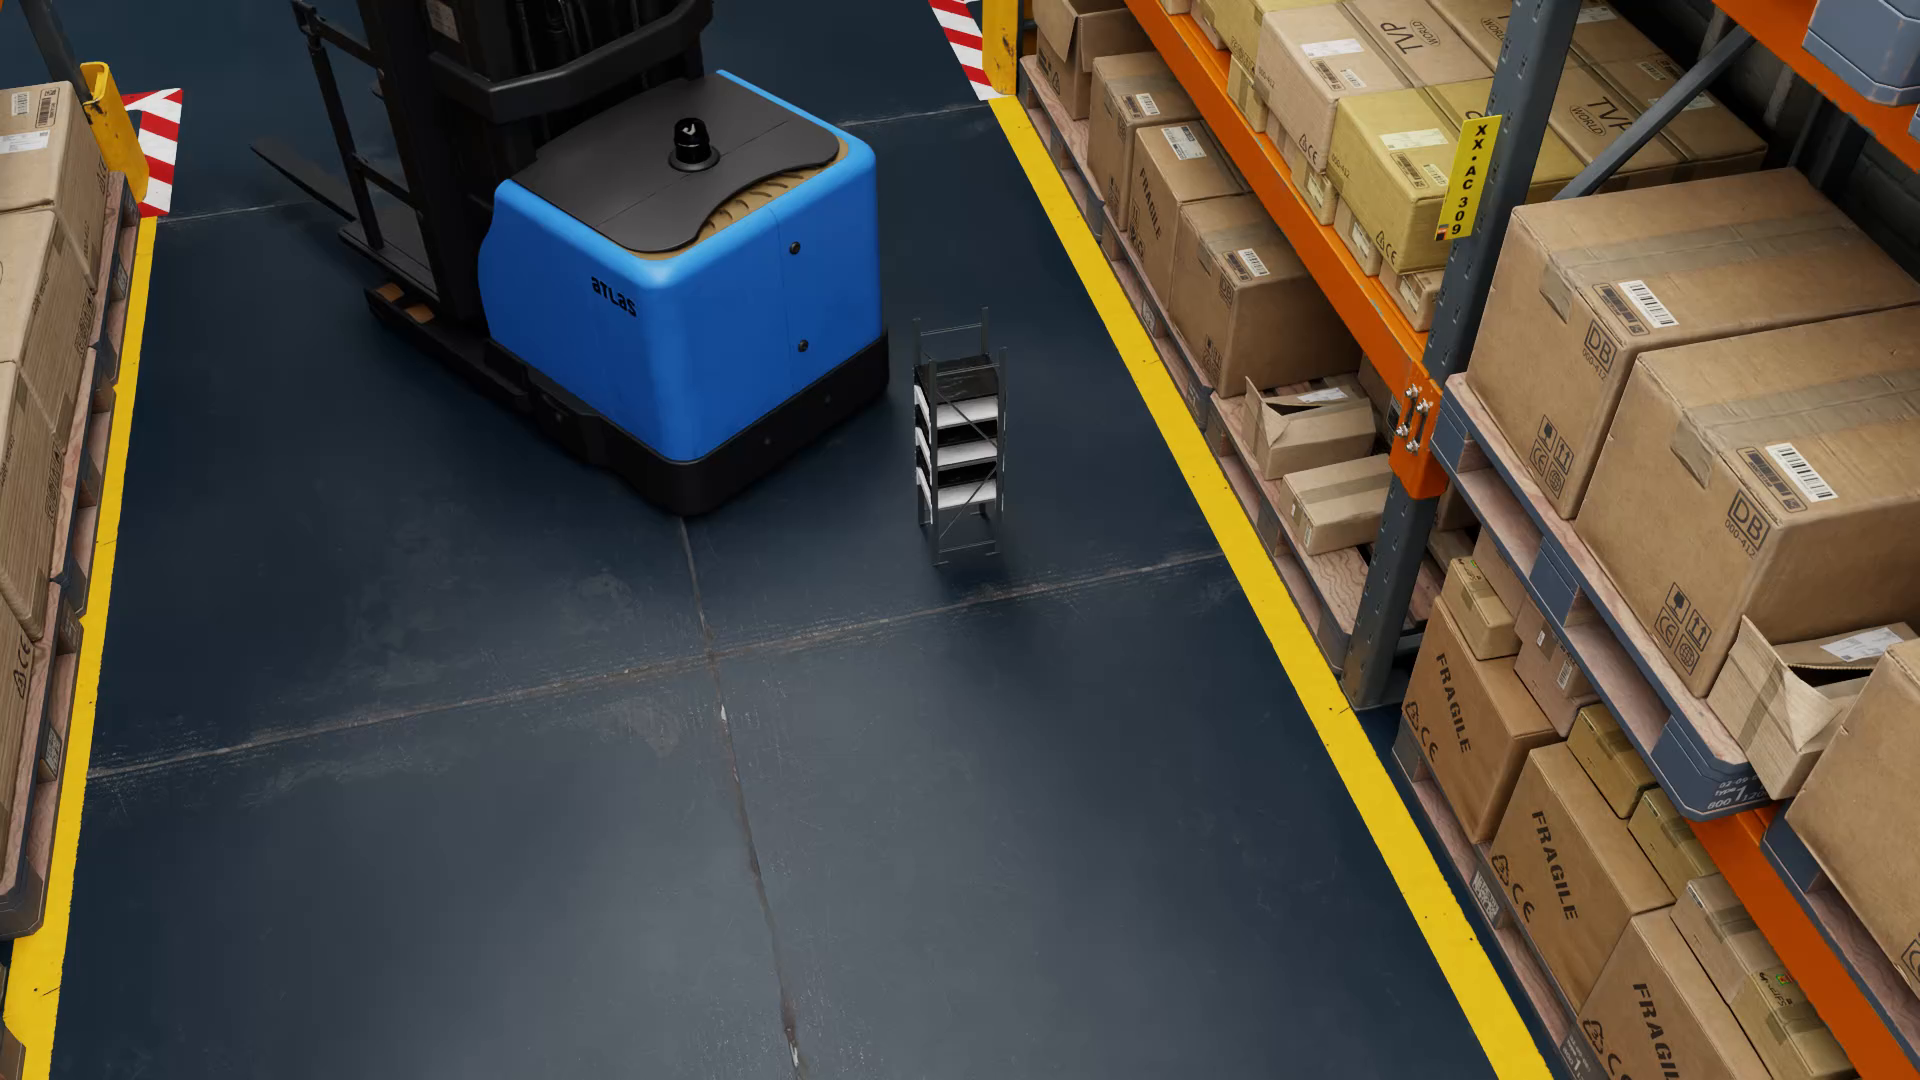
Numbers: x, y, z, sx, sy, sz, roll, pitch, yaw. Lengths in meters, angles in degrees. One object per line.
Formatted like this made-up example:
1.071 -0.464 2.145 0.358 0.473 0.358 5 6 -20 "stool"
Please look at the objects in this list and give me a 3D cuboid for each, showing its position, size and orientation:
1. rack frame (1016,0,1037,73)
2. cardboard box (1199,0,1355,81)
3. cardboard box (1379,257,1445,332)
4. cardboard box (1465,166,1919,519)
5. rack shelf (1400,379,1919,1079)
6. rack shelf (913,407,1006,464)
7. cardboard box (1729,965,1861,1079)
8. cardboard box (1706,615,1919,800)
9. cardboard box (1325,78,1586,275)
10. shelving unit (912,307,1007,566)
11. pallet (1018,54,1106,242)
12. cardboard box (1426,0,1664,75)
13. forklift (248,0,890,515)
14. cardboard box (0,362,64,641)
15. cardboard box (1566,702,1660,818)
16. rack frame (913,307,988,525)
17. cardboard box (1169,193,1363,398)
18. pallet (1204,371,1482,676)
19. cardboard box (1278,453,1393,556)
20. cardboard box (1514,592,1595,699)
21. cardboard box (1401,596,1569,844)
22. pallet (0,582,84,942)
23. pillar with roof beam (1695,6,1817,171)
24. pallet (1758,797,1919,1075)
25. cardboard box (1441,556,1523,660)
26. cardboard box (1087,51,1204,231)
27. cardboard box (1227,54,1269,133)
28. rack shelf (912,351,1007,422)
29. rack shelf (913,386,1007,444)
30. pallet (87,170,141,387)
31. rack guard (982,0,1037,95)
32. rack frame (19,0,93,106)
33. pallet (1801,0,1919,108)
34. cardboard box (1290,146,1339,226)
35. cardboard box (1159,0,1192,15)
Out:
0.680 -3.401 6.983 1.000 3.000 0.127 -11 47 -10 "rack frame"
1.081 -1.688 5.200 0.500 0.250 0.500 -11 47 -11 "cardboard box"
1.379 -0.725 4.536 0.380 0.149 0.250 -10 46 -10 "cardboard box"
1.612 -0.446 3.723 0.700 0.500 0.500 -10 46 -9 "cardboard box"
2.217 0.993 3.180 1.077 0.370 4.000 -11 47 -10 "rack shelf"
-0.002 -0.360 5.394 0.258 0.077 0.200 -11 47 -10 "rack shelf"
1.934 1.048 3.625 0.380 0.149 0.250 -9 46 -9 "cardboard box"
1.689 0.290 3.165 0.396 0.266 0.258 -9 46 -8 "cardboard box"
1.338 -0.998 4.524 0.500 0.250 0.500 -10 46 -9 "cardboard box"
-0.002 -0.321 5.434 0.258 0.900 0.210 -11 47 -10 "shelving unit"
0.905 -1.822 7.388 1.003 0.211 1.213 -11 47 -10 "pallet"
1.704 -1.427 4.945 0.500 0.250 0.500 -11 47 -11 "cardboard box"
-1.697 -2.031 5.688 3.031 2.935 1.130 33 54 28 "forklift"
-3.380 -0.050 5.199 0.875 0.438 0.875 -12 47 -11 "cardboard box"
1.762 0.510 4.152 0.380 0.149 0.250 -13 47 -12 "cardboard box"
-0.028 -0.391 5.503 0.240 0.900 0.006 -11 47 -10 "rack frame"
1.192 -0.919 6.007 0.700 0.500 0.500 -12 47 -12 "cardboard box"
1.530 -0.137 5.737 1.003 0.211 1.213 -11 47 -10 "pallet"
1.278 -0.119 5.469 0.380 0.149 0.250 -12 47 -12 "cardboard box"
1.652 0.225 4.223 0.380 0.149 0.250 -13 47 -12 "cardboard box"
1.611 0.464 4.651 0.500 0.500 0.500 -9 46 -9 "cardboard box"
-3.212 0.708 4.909 1.003 0.211 1.213 -11 47 -10 "pallet"
-1.764 -2.597 1.995 9.100 9.000 0.400 -11 47 -10 "pillar with roof beam"
2.226 0.848 2.953 1.003 0.211 1.213 -11 47 -10 "pallet"
1.539 0.158 4.497 0.380 0.149 0.250 -9 46 -8 "cardboard box"
0.927 -1.636 6.709 0.700 0.500 0.500 -9 46 -9 "cardboard box"
1.068 -1.433 5.230 0.380 0.149 0.250 -11 47 -11 "cardboard box"
-0.002 -0.486 5.265 0.258 0.077 0.200 -11 47 -10 "rack shelf"
-0.002 -0.423 5.329 0.258 0.077 0.200 -11 47 -10 "rack shelf"
-3.836 -0.977 6.560 1.003 0.211 1.213 -11 47 -10 "pallet"
0.700 -2.473 7.824 1.175 0.500 0.348 -11 47 -10 "rack guard"
-4.117 -2.491 6.091 1.000 3.000 0.127 -11 47 -10 "rack frame"
1.804 -1.160 2.818 1.213 0.211 1.003 -11 47 -10 "pallet"
1.201 -1.076 4.880 0.380 0.149 0.250 -10 46 -9 "cardboard box"
0.868 -1.959 5.746 0.380 0.149 0.250 -10 46 -9 "cardboard box"
